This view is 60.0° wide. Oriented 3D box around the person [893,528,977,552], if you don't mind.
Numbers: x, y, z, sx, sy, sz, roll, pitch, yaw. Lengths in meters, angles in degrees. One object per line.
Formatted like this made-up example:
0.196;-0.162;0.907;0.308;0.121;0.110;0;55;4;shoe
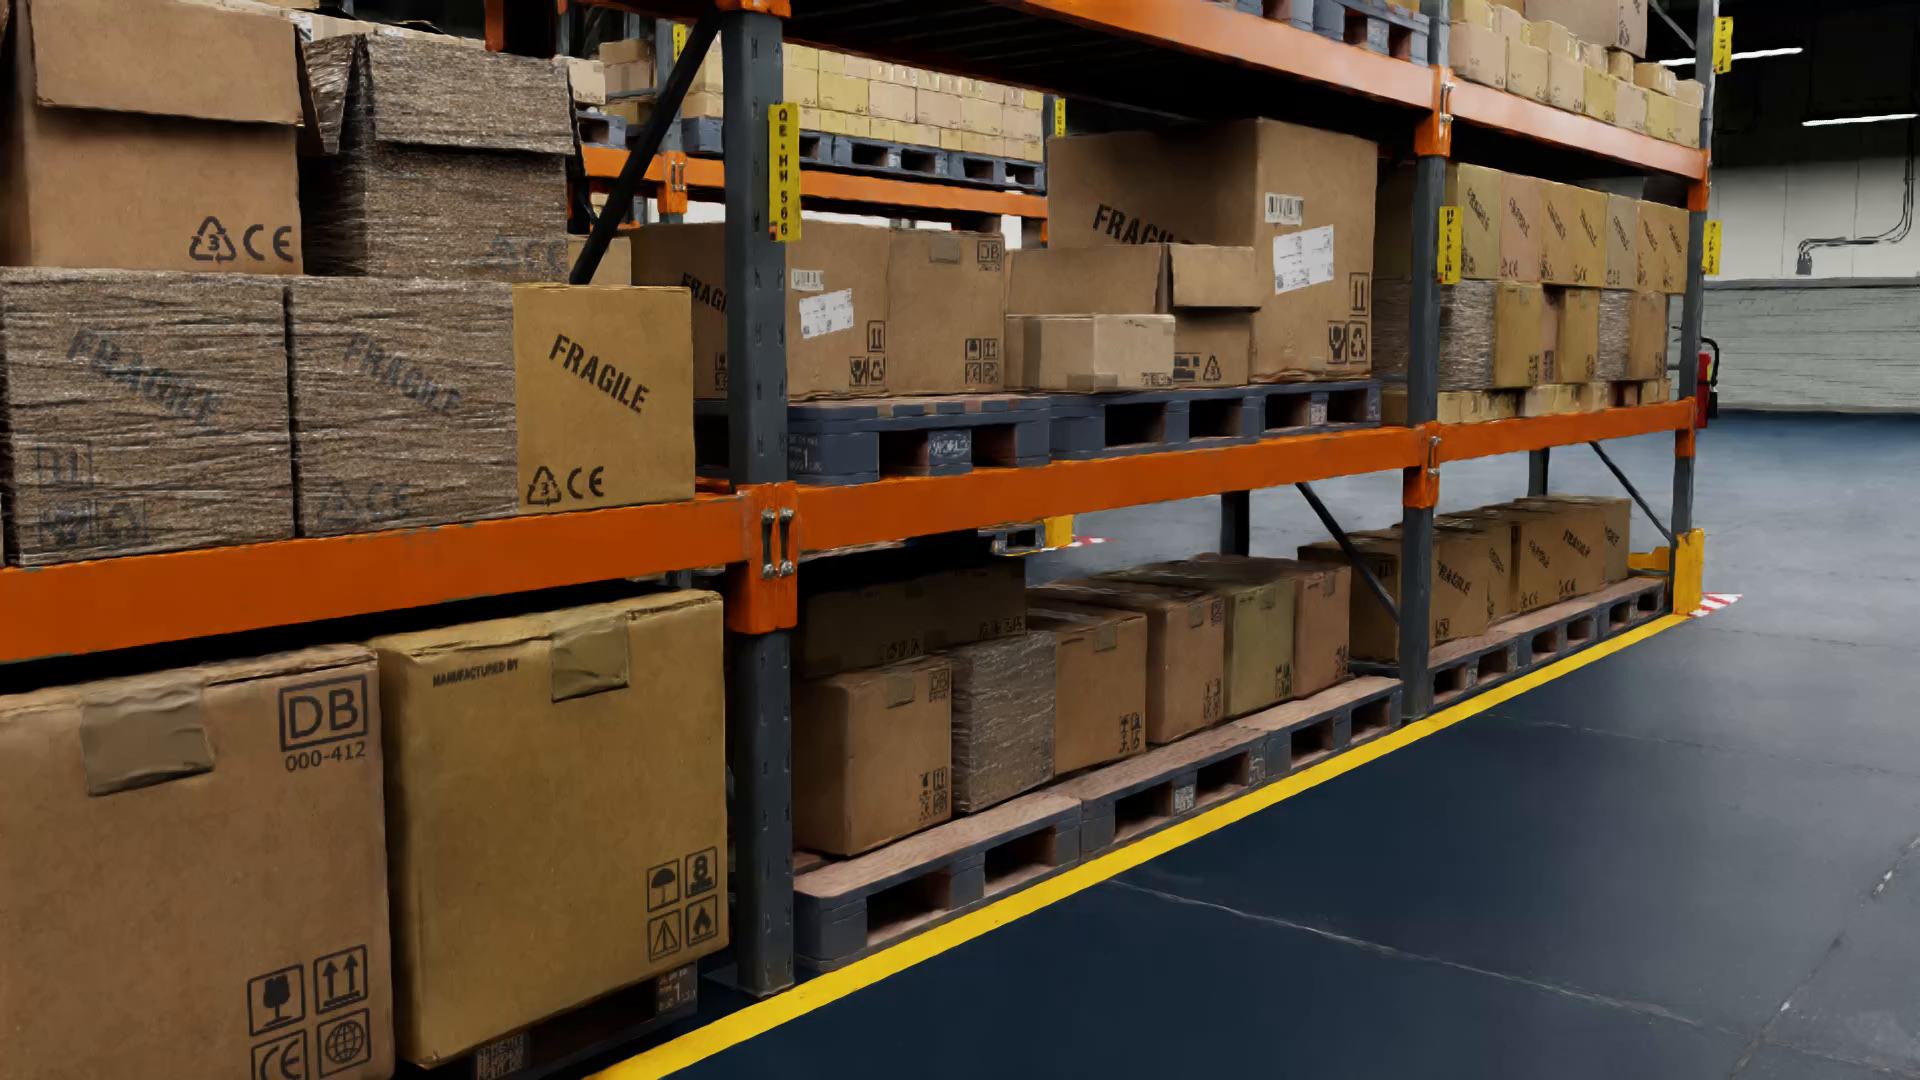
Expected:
-0.093;-0.061;7.821;0.498;1.561;0.364;-5;8;-35;person
